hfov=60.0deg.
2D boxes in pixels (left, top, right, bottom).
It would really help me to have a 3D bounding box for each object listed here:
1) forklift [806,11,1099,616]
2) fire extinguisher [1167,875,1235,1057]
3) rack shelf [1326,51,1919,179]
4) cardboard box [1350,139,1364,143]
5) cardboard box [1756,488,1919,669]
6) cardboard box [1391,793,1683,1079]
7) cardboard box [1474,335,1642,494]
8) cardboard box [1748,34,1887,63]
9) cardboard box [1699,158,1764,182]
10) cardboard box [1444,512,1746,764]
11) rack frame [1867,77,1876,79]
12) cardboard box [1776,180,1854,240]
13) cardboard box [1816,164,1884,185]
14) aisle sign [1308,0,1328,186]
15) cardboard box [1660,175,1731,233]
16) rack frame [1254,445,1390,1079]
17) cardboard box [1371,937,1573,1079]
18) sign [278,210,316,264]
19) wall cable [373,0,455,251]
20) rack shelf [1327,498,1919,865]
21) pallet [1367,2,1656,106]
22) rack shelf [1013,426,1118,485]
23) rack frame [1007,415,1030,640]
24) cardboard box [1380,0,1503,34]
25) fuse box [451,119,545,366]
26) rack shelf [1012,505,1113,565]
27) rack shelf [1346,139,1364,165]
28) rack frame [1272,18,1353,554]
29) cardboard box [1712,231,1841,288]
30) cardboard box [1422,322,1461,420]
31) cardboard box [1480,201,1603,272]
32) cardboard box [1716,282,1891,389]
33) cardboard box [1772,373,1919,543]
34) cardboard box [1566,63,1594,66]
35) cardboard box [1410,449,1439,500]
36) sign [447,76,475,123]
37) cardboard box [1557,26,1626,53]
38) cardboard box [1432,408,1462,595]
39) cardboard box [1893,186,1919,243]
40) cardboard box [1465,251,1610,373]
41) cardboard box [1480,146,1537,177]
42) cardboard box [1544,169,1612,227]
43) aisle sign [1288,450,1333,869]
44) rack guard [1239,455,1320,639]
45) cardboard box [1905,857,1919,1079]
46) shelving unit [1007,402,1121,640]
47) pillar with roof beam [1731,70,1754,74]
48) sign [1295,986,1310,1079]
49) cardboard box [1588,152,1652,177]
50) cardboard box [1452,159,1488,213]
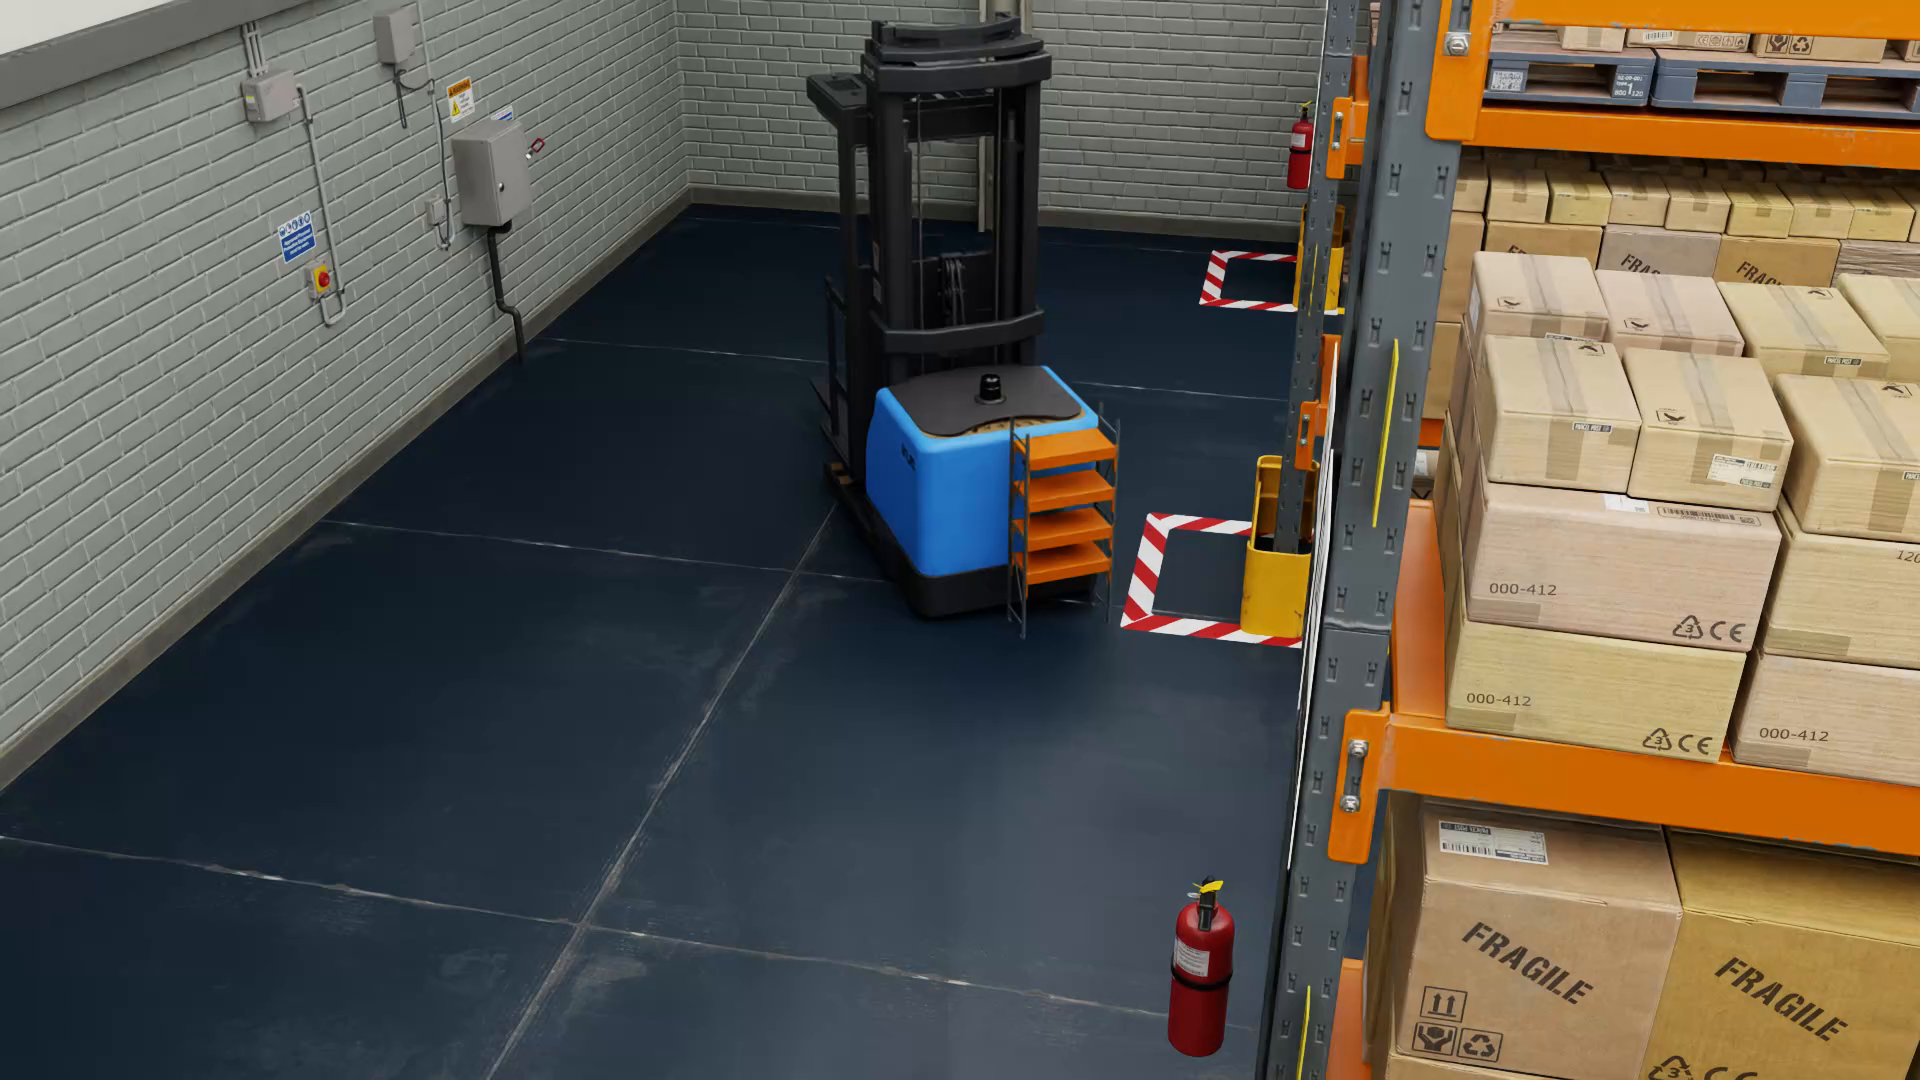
[{"bbox_3d":[-0.207,-1.571,9.568,1.130,2.935,3.031,-10,30,-17],"label":"forklift"},{"bbox_3d":[0.713,1.213,4.880,0.183,0.674,0.296,6,29,11],"label":"fire extinguisher"},{"bbox_3d":[3.754,-1.877,7.681,4.000,0.370,1.077,6,29,11],"label":"rack shelf"},{"bbox_3d":[3.095,-3.137,12.618,0.250,0.149,0.380,6,29,10],"label":"cardboard box"},{"bbox_3d":[1.749,0.006,3.127,0.500,0.250,0.500,6,29,10],"label":"cardboard box"},{"bbox_3d":[1.247,0.814,3.684,0.500,0.500,0.500,6,29,10],"label":"cardboard box"},{"bbox_3d":[1.132,-0.247,3.175,0.250,0.149,0.380,6,29,10],"label":"cardboard box"},{"bbox_3d":[3.738,-2.392,7.227,0.500,0.500,0.500,6,29,11],"label":"cardboard box"},{"bbox_3d":[3.703,-1.765,8.030,0.250,0.149,0.380,7,29,12],"label":"cardboard box"},{"bbox_3d":[1.249,0.172,3.344,0.500,0.250,0.500,7,29,12],"label":"cardboard box"},{"bbox_3d":[6.743,-3.008,12.120,0.127,3.000,1.000,6,29,11],"label":"rack frame"},{"bbox_3d":[3.862,-1.500,7.546,0.250,0.149,0.380,6,29,11],"label":"cardboard box"},{"bbox_3d":[4.196,-1.701,7.913,0.250,0.149,0.380,6,29,10],"label":"cardboard box"},{"bbox_3d":[1.667,-2.089,7.735,0.004,0.787,0.394,6,29,11],"label":"aisle sign"},{"bbox_3d":[3.353,-1.542,7.622,0.250,0.149,0.380,6,29,11],"label":"cardboard box"},{"bbox_3d":[0.863,1.257,4.330,0.127,3.000,1.000,6,29,11],"label":"rack frame"},{"bbox_3d":[1.244,1.258,3.915,0.500,0.500,0.500,7,30,13],"label":"cardboard box"},{"bbox_3d":[-3.791,-1.734,9.512,0.001,0.218,0.327,6,29,11],"label":"sign"},{"bbox_3d":[-3.437,-2.745,10.582,0.122,1.984,0.588,6,29,11],"label":"wall cable"},{"bbox_3d":[2.819,0.458,3.416,4.000,0.370,1.077,6,29,11],"label":"rack shelf"},{"bbox_3d":[2.526,-2.285,7.768,1.213,0.211,1.003,6,29,11],"label":"pallet"},{"bbox_3d":[0.529,-0.434,8.474,0.480,0.148,0.258,-10,30,-17],"label":"rack shelf"},{"bbox_3d":[0.299,-0.051,8.593,0.015,1.200,0.240,-10,30,-17],"label":"rack frame"},{"bbox_3d":[2.257,-2.553,7.780,0.500,0.250,0.500,3,29,6],"label":"cardboard box"},{"bbox_3d":[-3.140,-2.039,11.692,0.414,1.711,0.539,6,29,11],"label":"fuse box"},{"bbox_3d":[0.529,-0.031,8.696,0.480,0.148,0.258,-10,30,-17],"label":"rack shelf"},{"bbox_3d":[4.787,-2.893,12.659,4.000,0.370,1.077,6,29,11],"label":"rack shelf"},{"bbox_3d":[1.798,-1.077,8.594,0.127,3.000,1.000,6,29,11],"label":"rack frame"},{"bbox_3d":[3.708,-1.232,7.731,0.500,0.500,0.500,6,29,11],"label":"cardboard box"},{"bbox_3d":[2.207,-0.938,8.236,0.500,0.500,0.500,6,29,10],"label":"cardboard box"},{"bbox_3d":[2.715,-1.329,7.909,0.500,0.500,0.500,5,29,9],"label":"cardboard box"},{"bbox_3d":[1.721,-0.395,3.445,0.250,0.149,0.380,5,29,9],"label":"cardboard box"},{"bbox_3d":[1.628,-0.152,3.001,0.250,0.149,0.380,6,29,10],"label":"cardboard box"},{"bbox_3d":[4.685,-3.480,12.049,0.500,0.500,0.500,7,29,12],"label":"cardboard box"},{"bbox_3d":[2.464,-0.119,9.074,0.875,0.438,0.875,5,29,9],"label":"cardboard box"},{"bbox_3d":[-3.354,-2.961,11.175,0.001,0.242,0.339,6,29,11],"label":"sign"},{"bbox_3d":[2.814,-2.294,7.413,0.250,0.149,0.380,7,29,12],"label":"cardboard box"},{"bbox_3d":[1.363,-0.071,3.789,0.500,0.250,0.500,5,29,9],"label":"cardboard box"},{"bbox_3d":[4.361,-1.457,7.467,0.250,0.149,0.380,6,29,10],"label":"cardboard box"},{"bbox_3d":[1.250,-0.491,3.621,0.250,0.149,0.380,6,29,10],"label":"cardboard box"},{"bbox_3d":[2.714,-1.902,8.280,0.250,0.149,0.380,6,29,10],"label":"cardboard box"},{"bbox_3d":[2.850,-1.588,7.706,0.250,0.149,0.380,5,29,9],"label":"cardboard box"},{"bbox_3d":[0.729,0.251,3.462,0.004,0.787,0.394,6,29,11],"label":"aisle sign"},{"bbox_3d":[1.774,0.017,9.199,0.348,0.500,1.175,6,29,11],"label":"rack guard"},{"bbox_3d":[2.246,0.924,3.483,0.500,0.500,0.500,5,29,9],"label":"cardboard box"},{"bbox_3d":[0.529,-0.090,8.663,0.503,1.200,0.258,-10,30,-17],"label":"shelving unit"},{"bbox_3d":[5.351,-4.111,7.888,0.400,9.000,9.100,6,29,11],"label":"pillar with roof beam"},{"bbox_3d":[0.750,1.132,3.656,0.005,0.325,0.100,6,29,11],"label":"sign"},{"bbox_3d":[3.193,-1.798,8.090,0.250,0.149,0.380,6,29,10],"label":"cardboard box"},{"bbox_3d":[2.359,-1.686,7.885,0.250,0.149,0.380,7,29,12],"label":"cardboard box"}]
